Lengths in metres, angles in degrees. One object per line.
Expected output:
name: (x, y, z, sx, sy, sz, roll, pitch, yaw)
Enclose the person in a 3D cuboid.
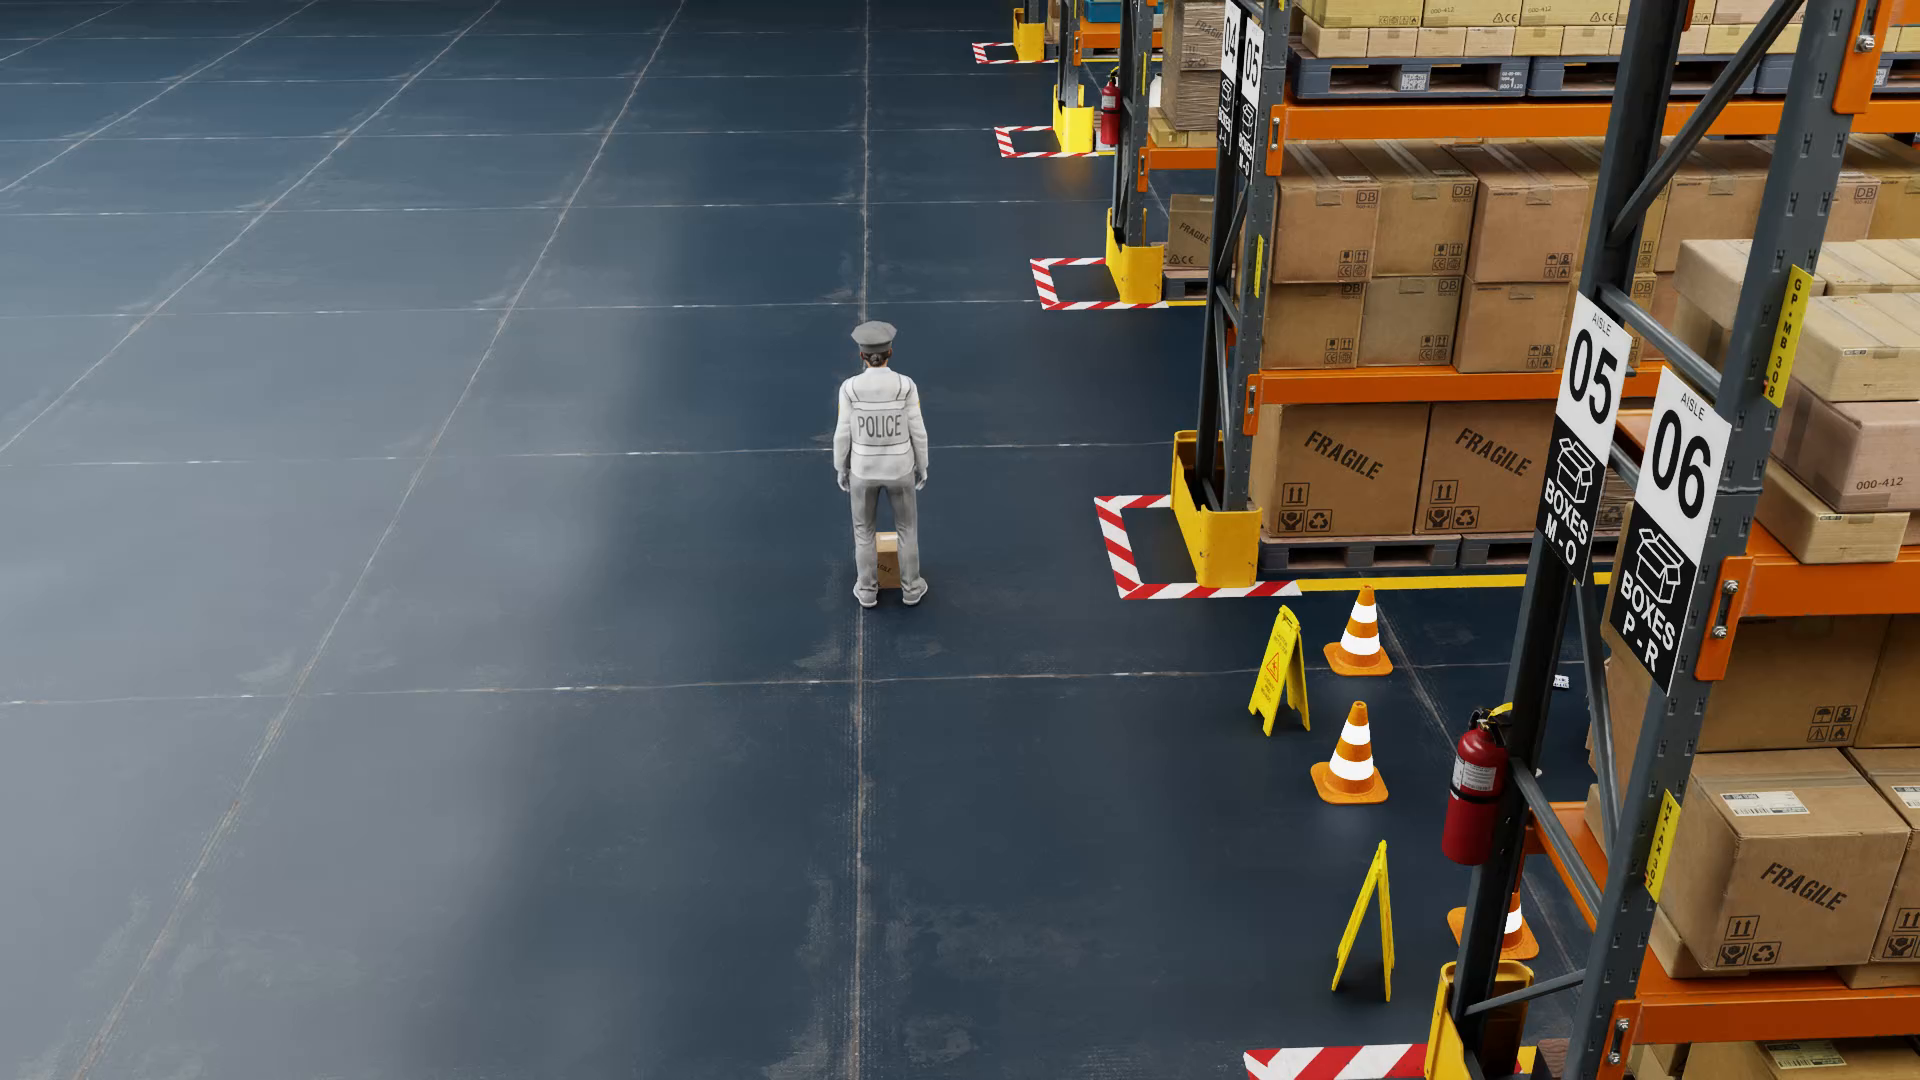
person: (-0.441, -0.391, 9.361, 0.527, 1.663, 0.376, -1, 28, -3)
